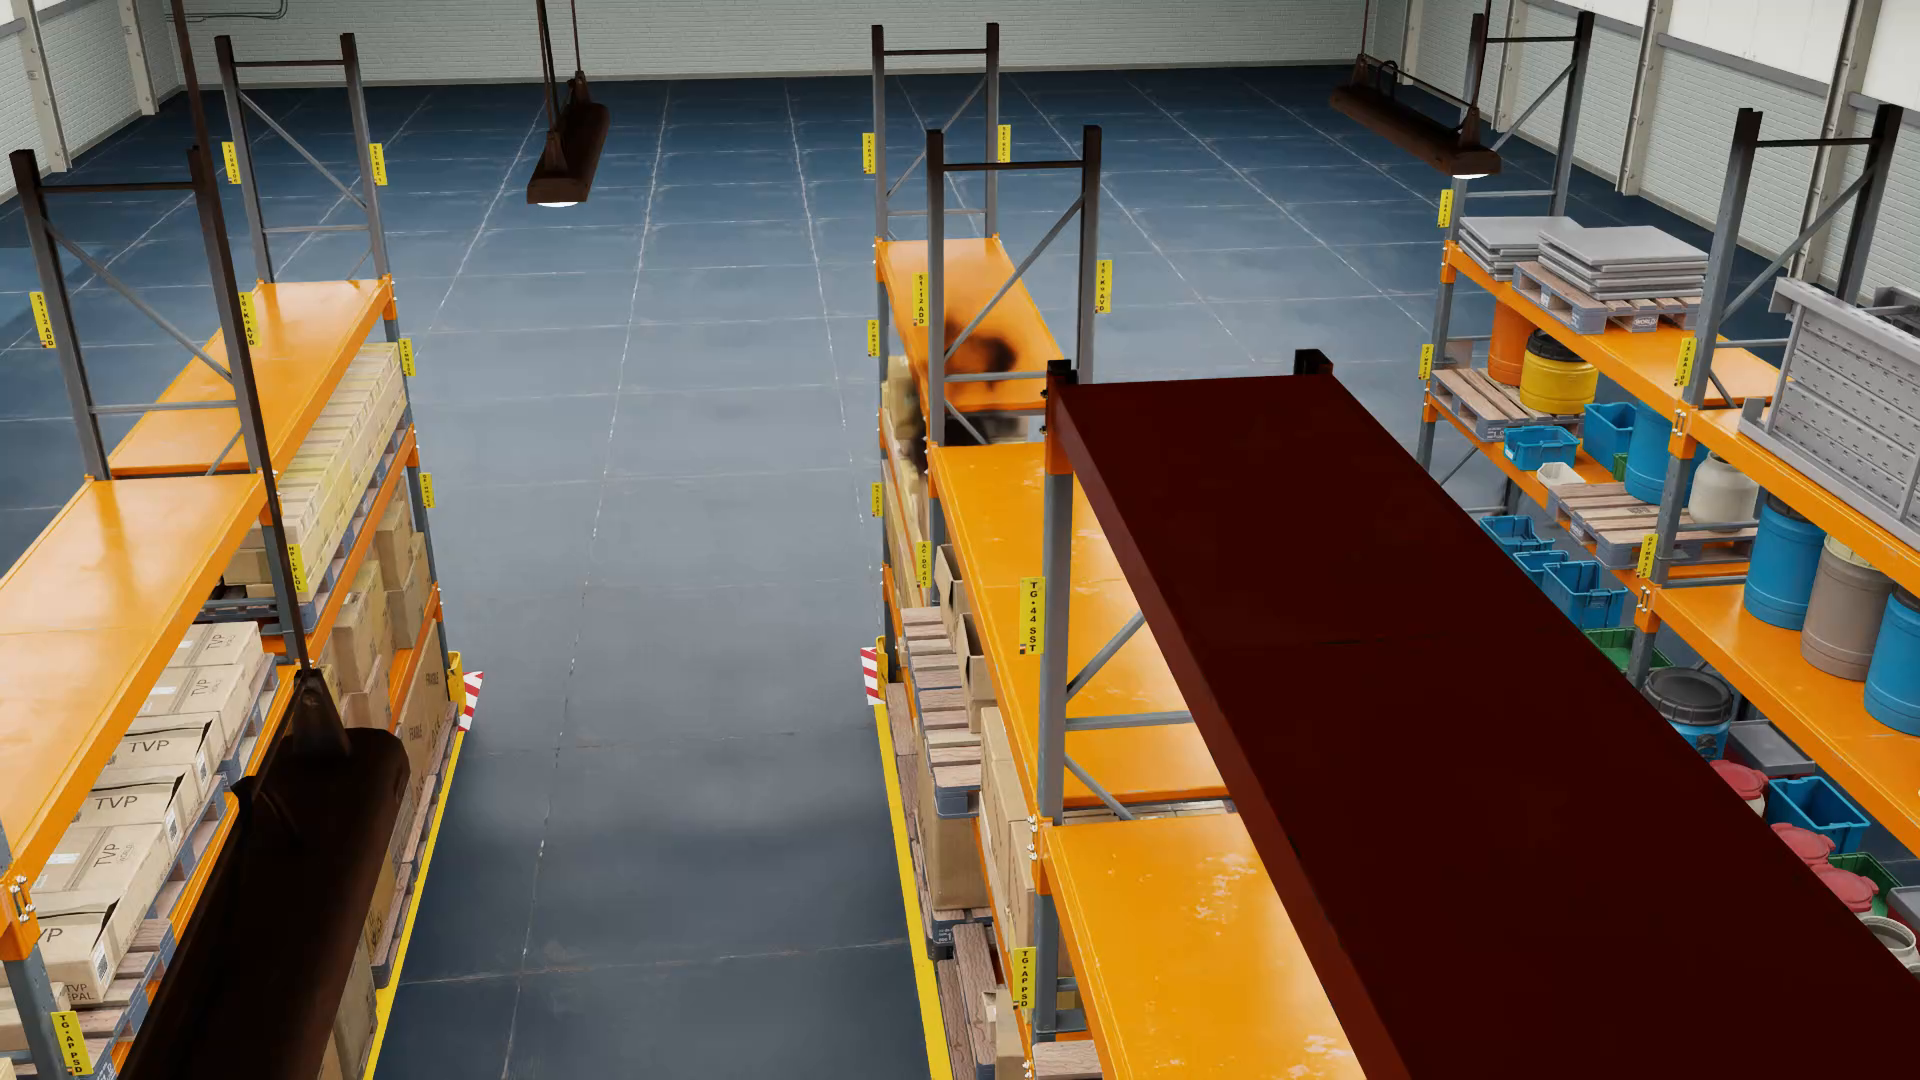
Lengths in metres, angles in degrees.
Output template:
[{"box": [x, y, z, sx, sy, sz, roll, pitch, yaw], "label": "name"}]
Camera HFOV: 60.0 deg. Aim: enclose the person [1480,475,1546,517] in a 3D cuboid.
[{"box": [6.409, -0.967, 18.625, 0.903, 1.680, 0.595, 7, 26, 13], "label": "person"}]
